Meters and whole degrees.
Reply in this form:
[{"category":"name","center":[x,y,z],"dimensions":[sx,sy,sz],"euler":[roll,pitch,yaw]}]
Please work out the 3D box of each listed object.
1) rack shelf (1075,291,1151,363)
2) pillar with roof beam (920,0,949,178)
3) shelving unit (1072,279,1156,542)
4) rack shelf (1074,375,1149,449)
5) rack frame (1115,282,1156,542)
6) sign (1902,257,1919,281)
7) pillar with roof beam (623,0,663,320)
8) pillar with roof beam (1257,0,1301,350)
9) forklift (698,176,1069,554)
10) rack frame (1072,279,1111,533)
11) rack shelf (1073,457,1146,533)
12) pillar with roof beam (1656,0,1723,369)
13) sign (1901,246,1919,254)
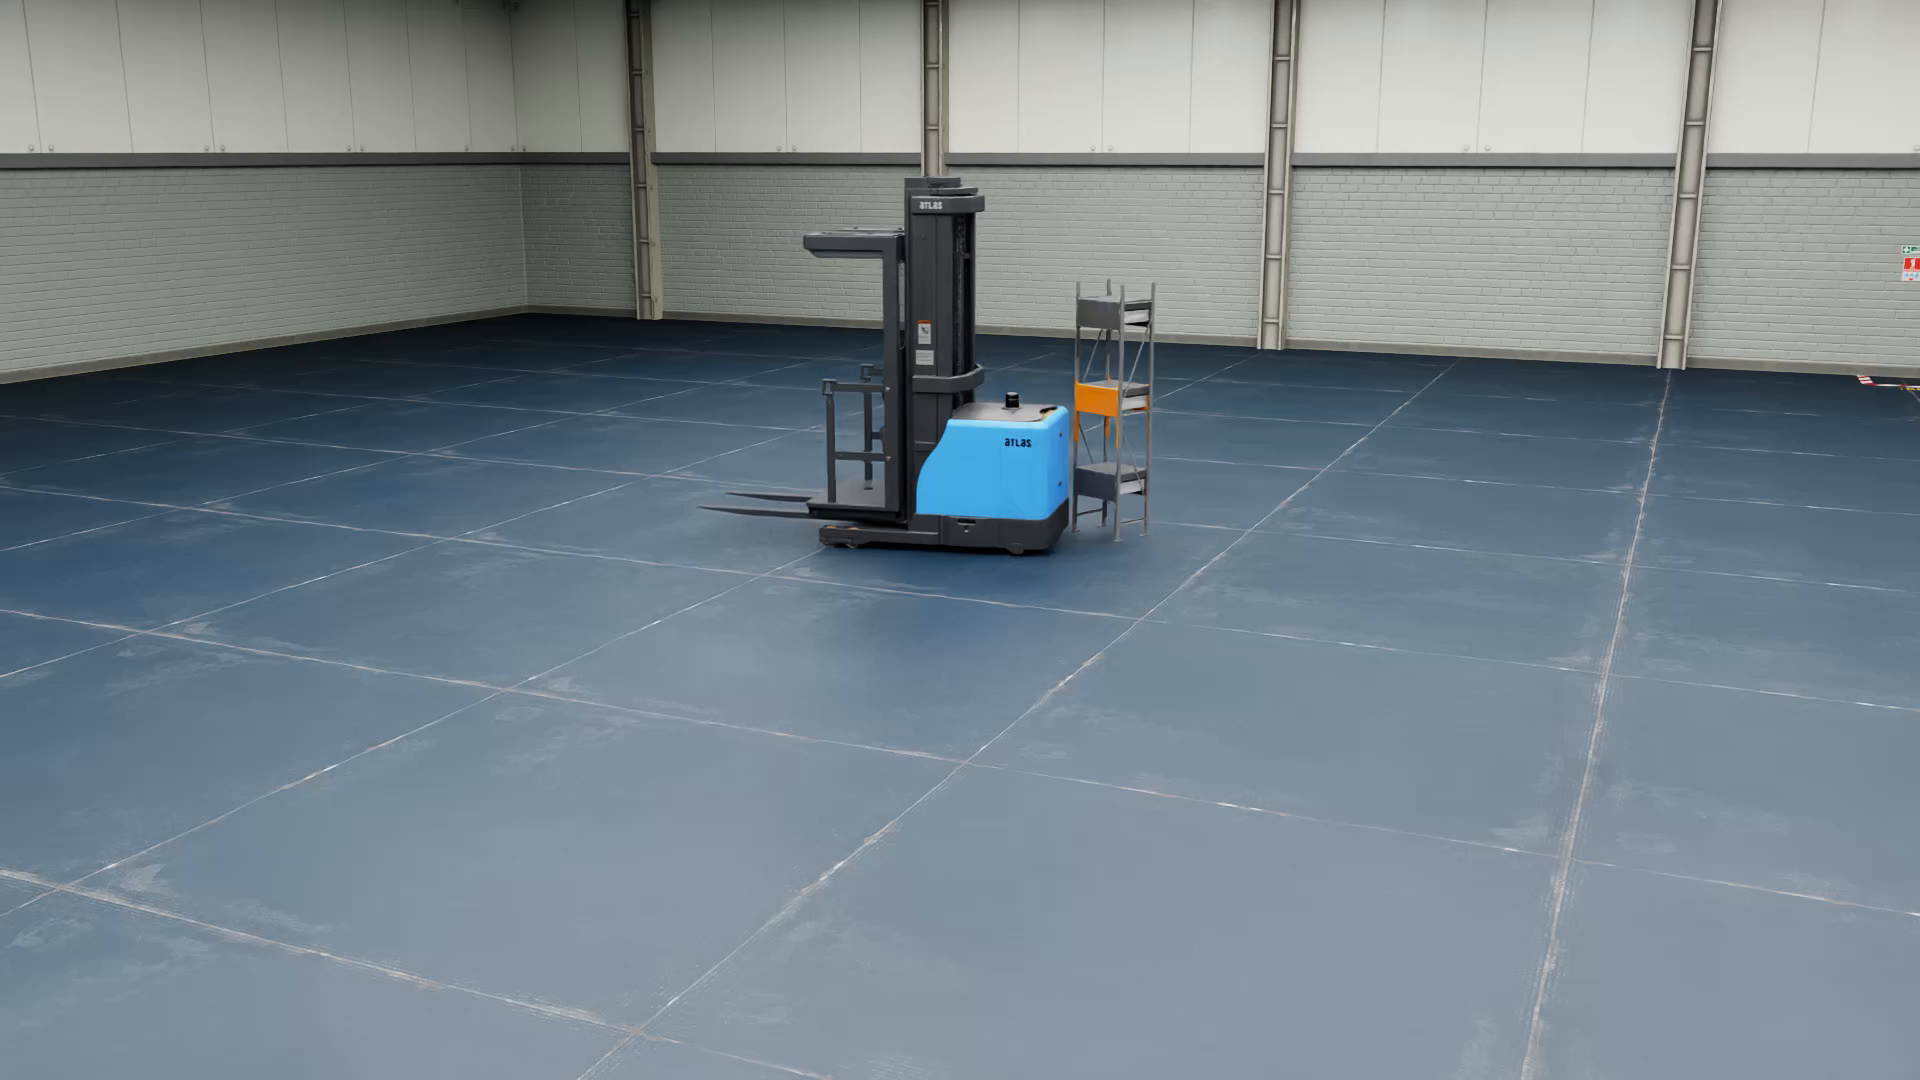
[{"category":"rack shelf","center":[1.265,-1.743,13.580],"dimensions":[0.431,0.518,0.480],"euler":[-12,18,-41]},{"category":"pillar with roof beam","center":[-2.174,-7.148,24.519],"dimensions":[0.400,9.000,9.100],"euler":[6,14,23]},{"category":"shelving unit","center":[1.265,-1.075,13.738],"dimensions":[0.431,2.100,0.503],"euler":[-12,18,-41]},{"category":"rack shelf","center":[1.265,-1.061,13.741],"dimensions":[0.431,0.518,0.480],"euler":[-12,18,-41]},{"category":"rack frame","center":[1.428,-1.033,13.562],"dimensions":[0.400,2.100,0.015],"euler":[-12,18,-41]},{"category":"sign","center":[13.319,-3.788,23.253],"dimensions":[0.234,0.329,0.001],"euler":[6,14,23]},{"category":"pillar with roof beam","center":[-7.660,-7.703,26.885],"dimensions":[0.400,9.000,9.100],"euler":[6,14,23]},{"category":"pillar with roof beam","center":[3.312,-6.593,22.153],"dimensions":[0.400,9.000,9.100],"euler":[6,14,23]},{"category":"forklift","center":[-0.658,-1.477,13.632],"dimensions":[3.031,2.935,1.130],"euler":[3,14,14]},{"category":"rack frame","center":[1.101,-1.116,13.914],"dimensions":[0.400,2.100,0.015],"euler":[-12,18,-41]},{"category":"rack shelf","center":[1.264,-0.380,13.901],"dimensions":[0.431,0.518,0.480],"euler":[-12,18,-41]},{"category":"pillar with roof beam","center":[8.797,-6.038,19.787],"dimensions":[0.400,9.000,9.100],"euler":[6,14,23]},{"category":"sign","center":[13.320,-4.044,23.183],"dimensions":[0.331,0.109,0.001],"euler":[6,14,23]}]
